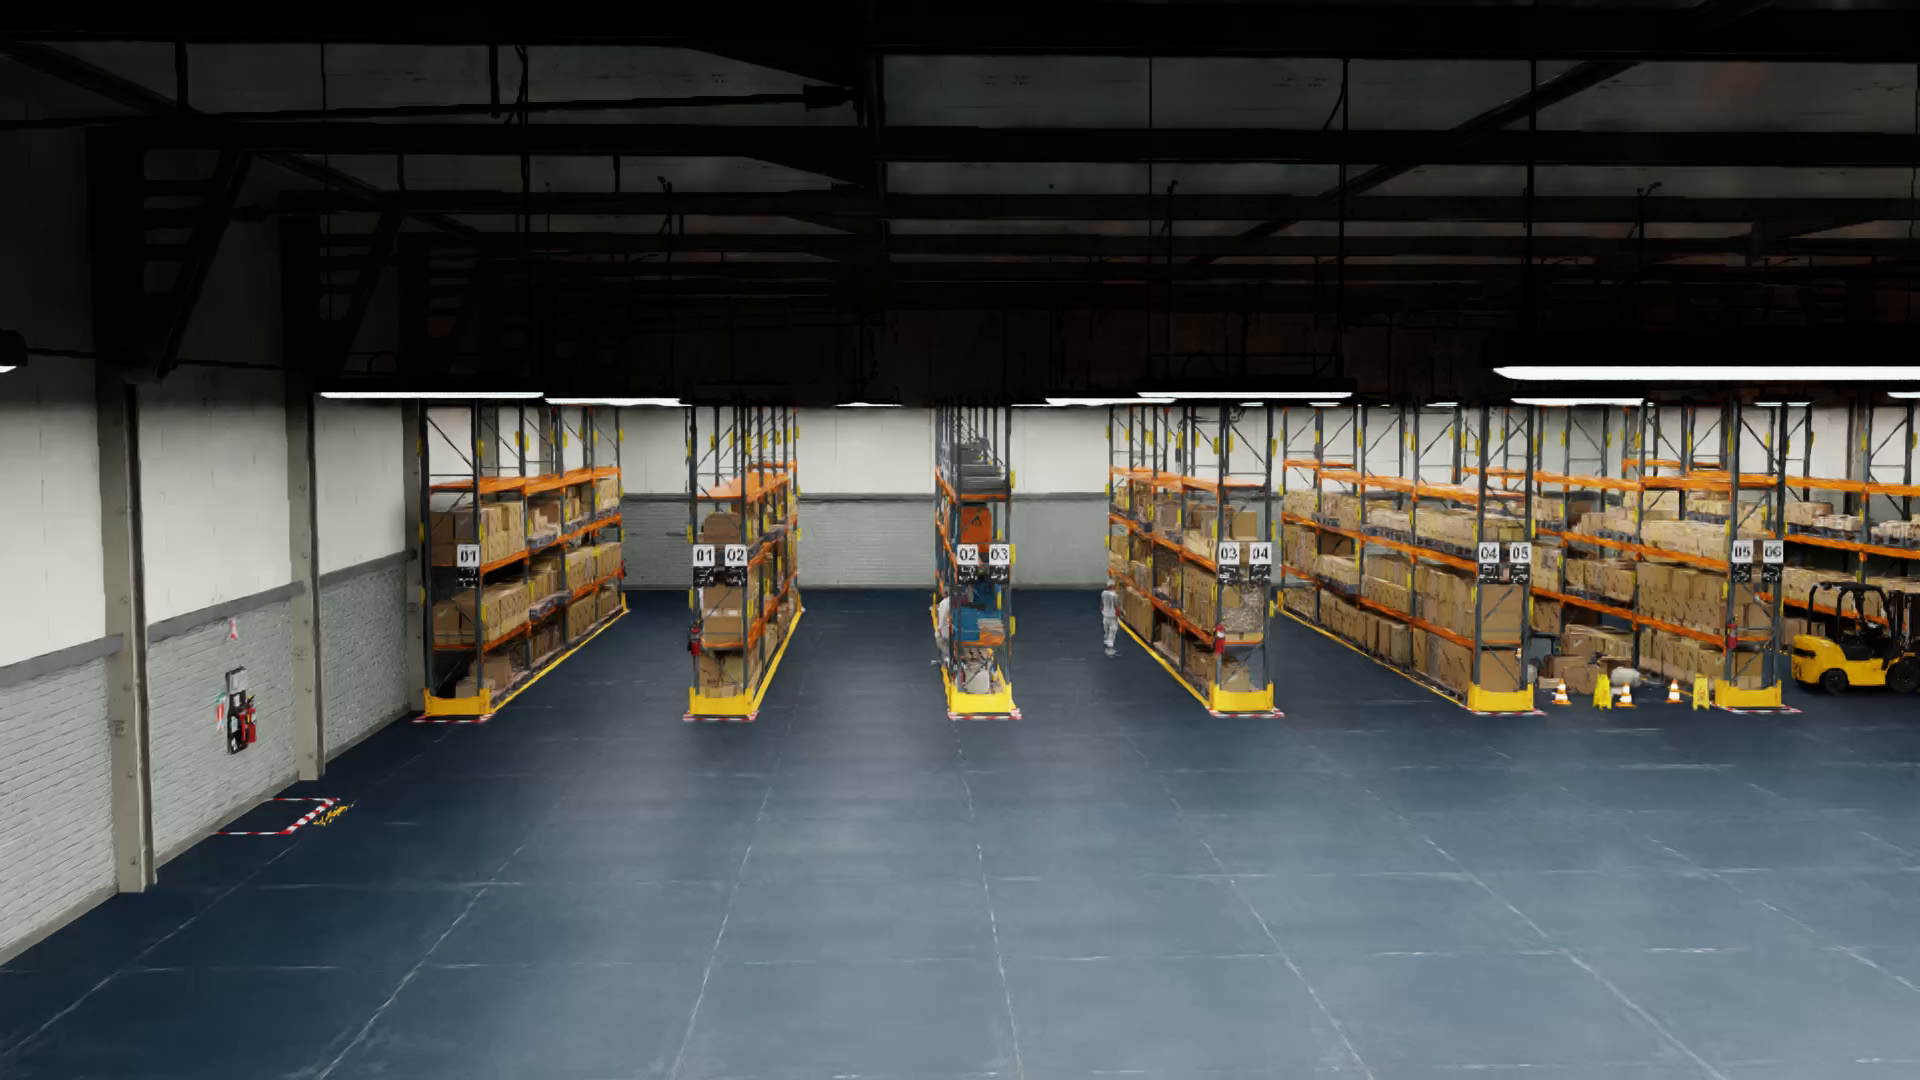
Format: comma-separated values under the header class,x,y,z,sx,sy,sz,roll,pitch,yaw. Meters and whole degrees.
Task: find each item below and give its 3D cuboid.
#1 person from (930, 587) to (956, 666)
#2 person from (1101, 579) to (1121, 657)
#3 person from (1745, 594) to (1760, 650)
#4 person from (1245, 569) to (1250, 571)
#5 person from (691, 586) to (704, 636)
class,x,y,z,sx,sy,sz,roll,pitch,yaw
person,-0.363,1.919,36.826,0.627,1.768,0.709,0,5,5
person,3.523,1.784,38.487,0.450,1.789,0.605,-3,5,-33
person,16.905,2.027,35.561,0.502,1.764,0.624,2,5,28
person,8.623,0.849,51.182,0.719,1.714,0.578,0,5,-3
person,-6.453,1.666,41.348,0.497,1.583,1.090,0,4,0
